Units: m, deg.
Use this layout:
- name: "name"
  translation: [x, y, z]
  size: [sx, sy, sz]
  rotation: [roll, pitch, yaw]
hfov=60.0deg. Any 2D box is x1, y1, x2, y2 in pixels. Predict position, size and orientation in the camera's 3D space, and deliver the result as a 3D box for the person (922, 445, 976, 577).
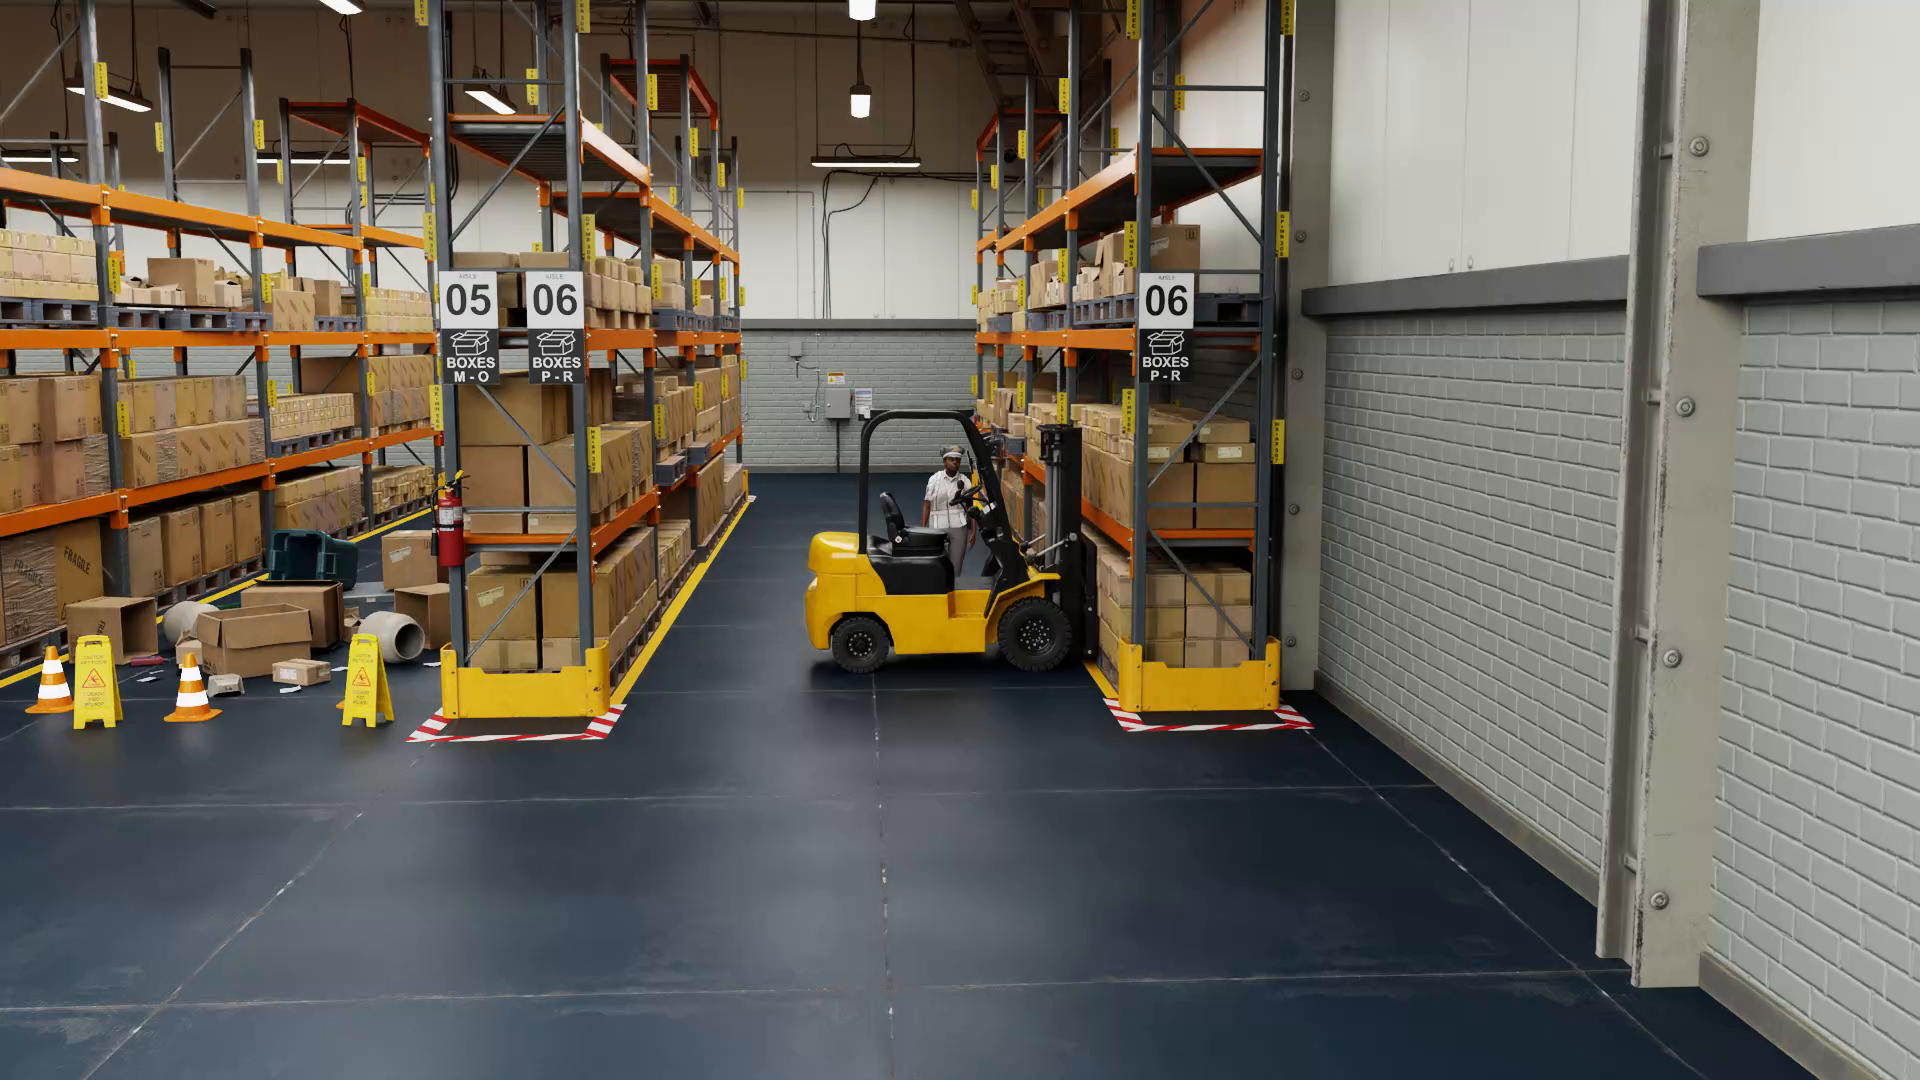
- name: "person"
  translation: [-0.121, -0.070, 16.126]
  size: [0.569, 1.692, 0.530]
  rotation: [0, 7, -4]
